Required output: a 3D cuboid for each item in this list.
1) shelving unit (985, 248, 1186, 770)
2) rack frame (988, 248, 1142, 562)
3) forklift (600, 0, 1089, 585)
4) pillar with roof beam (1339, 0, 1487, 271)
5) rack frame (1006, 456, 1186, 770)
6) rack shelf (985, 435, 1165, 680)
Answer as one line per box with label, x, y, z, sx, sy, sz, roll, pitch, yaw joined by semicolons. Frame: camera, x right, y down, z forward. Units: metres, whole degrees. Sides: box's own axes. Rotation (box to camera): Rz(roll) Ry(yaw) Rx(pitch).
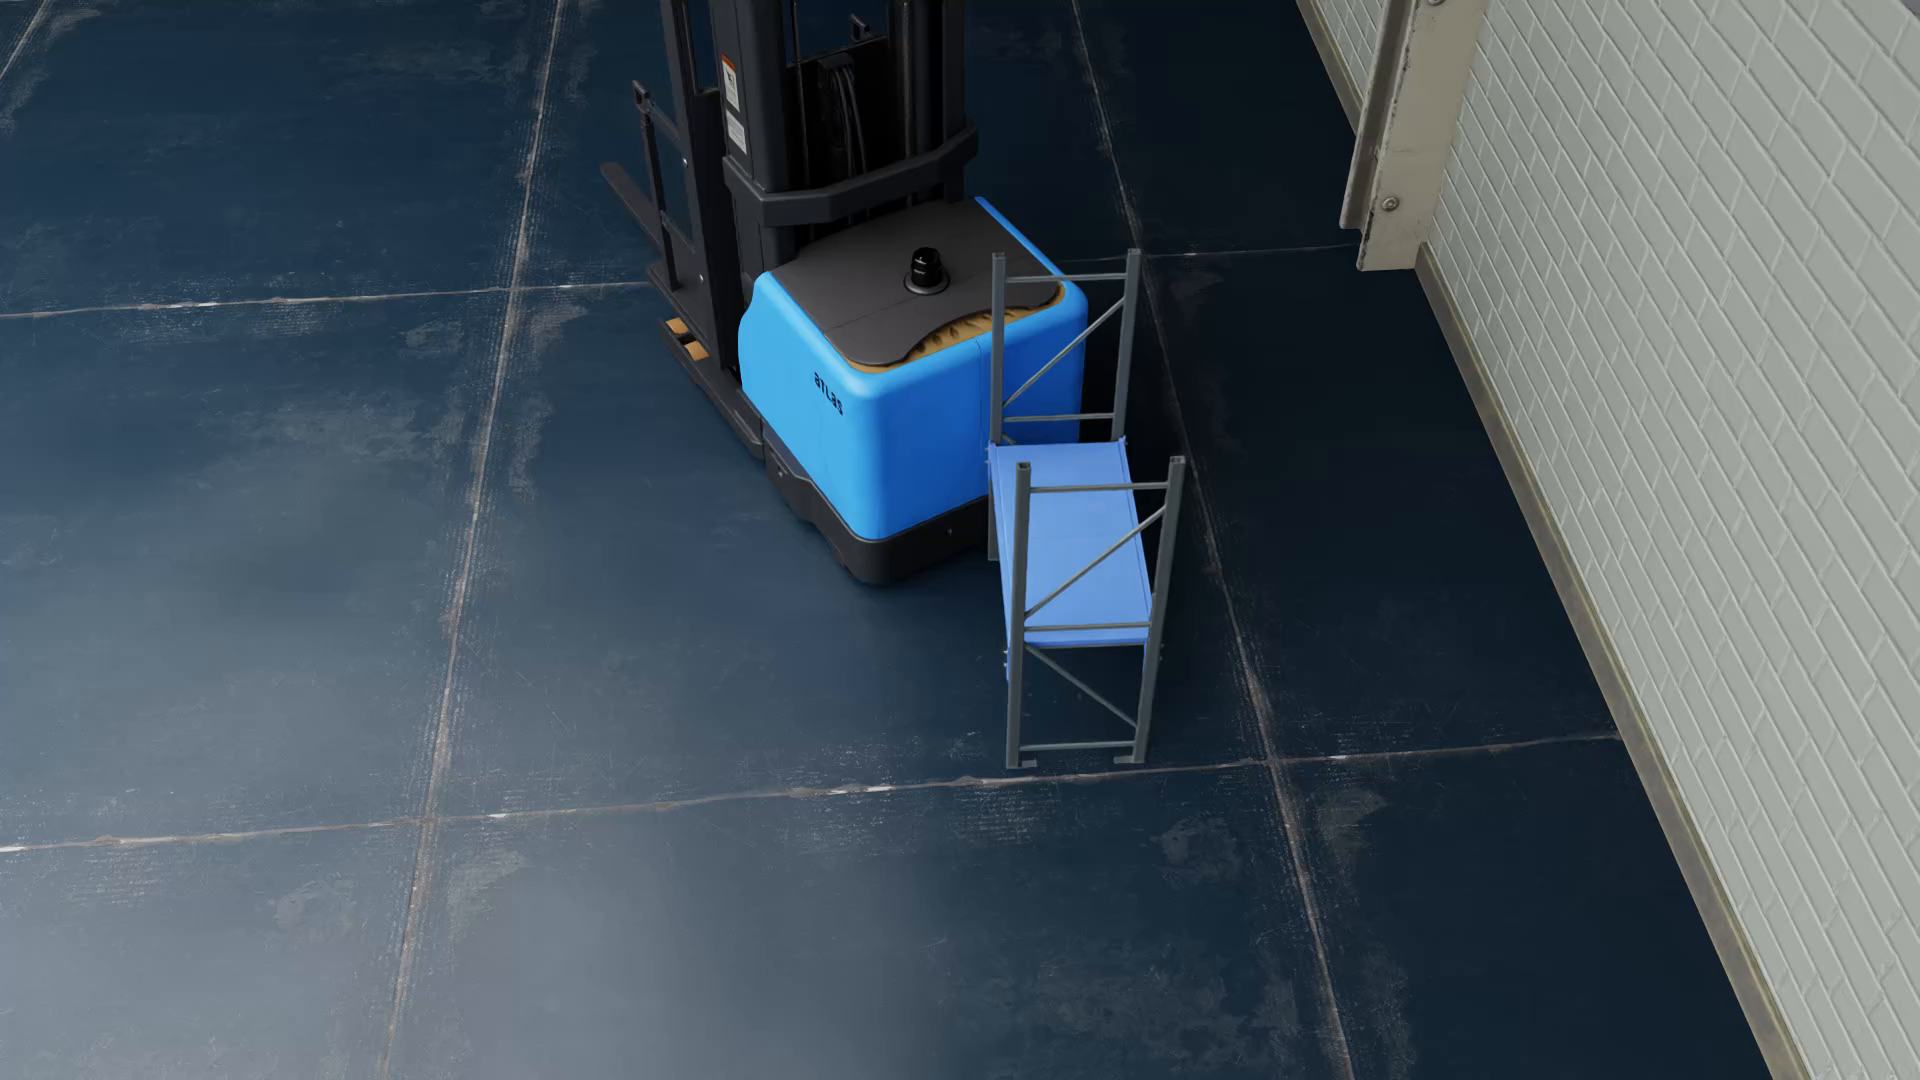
shelving unit;0.389;-0.081;5.794;0.538;1.500;1.048;-2;47;-2
rack frame;0.361;-0.450;6.143;0.500;1.500;0.032;-2;47;-2
forklift;-0.703;-1.892;6.523;1.130;2.935;3.031;-24;51;-21
pillar with roof beam;-2.242;-4.275;4.601;9.100;9.000;0.400;-3;47;-3
rack frame;0.416;0.287;5.445;0.500;1.500;0.032;-2;47;-2
rack shelf;0.389;0.042;5.925;0.538;0.185;1.000;-2;47;-2
